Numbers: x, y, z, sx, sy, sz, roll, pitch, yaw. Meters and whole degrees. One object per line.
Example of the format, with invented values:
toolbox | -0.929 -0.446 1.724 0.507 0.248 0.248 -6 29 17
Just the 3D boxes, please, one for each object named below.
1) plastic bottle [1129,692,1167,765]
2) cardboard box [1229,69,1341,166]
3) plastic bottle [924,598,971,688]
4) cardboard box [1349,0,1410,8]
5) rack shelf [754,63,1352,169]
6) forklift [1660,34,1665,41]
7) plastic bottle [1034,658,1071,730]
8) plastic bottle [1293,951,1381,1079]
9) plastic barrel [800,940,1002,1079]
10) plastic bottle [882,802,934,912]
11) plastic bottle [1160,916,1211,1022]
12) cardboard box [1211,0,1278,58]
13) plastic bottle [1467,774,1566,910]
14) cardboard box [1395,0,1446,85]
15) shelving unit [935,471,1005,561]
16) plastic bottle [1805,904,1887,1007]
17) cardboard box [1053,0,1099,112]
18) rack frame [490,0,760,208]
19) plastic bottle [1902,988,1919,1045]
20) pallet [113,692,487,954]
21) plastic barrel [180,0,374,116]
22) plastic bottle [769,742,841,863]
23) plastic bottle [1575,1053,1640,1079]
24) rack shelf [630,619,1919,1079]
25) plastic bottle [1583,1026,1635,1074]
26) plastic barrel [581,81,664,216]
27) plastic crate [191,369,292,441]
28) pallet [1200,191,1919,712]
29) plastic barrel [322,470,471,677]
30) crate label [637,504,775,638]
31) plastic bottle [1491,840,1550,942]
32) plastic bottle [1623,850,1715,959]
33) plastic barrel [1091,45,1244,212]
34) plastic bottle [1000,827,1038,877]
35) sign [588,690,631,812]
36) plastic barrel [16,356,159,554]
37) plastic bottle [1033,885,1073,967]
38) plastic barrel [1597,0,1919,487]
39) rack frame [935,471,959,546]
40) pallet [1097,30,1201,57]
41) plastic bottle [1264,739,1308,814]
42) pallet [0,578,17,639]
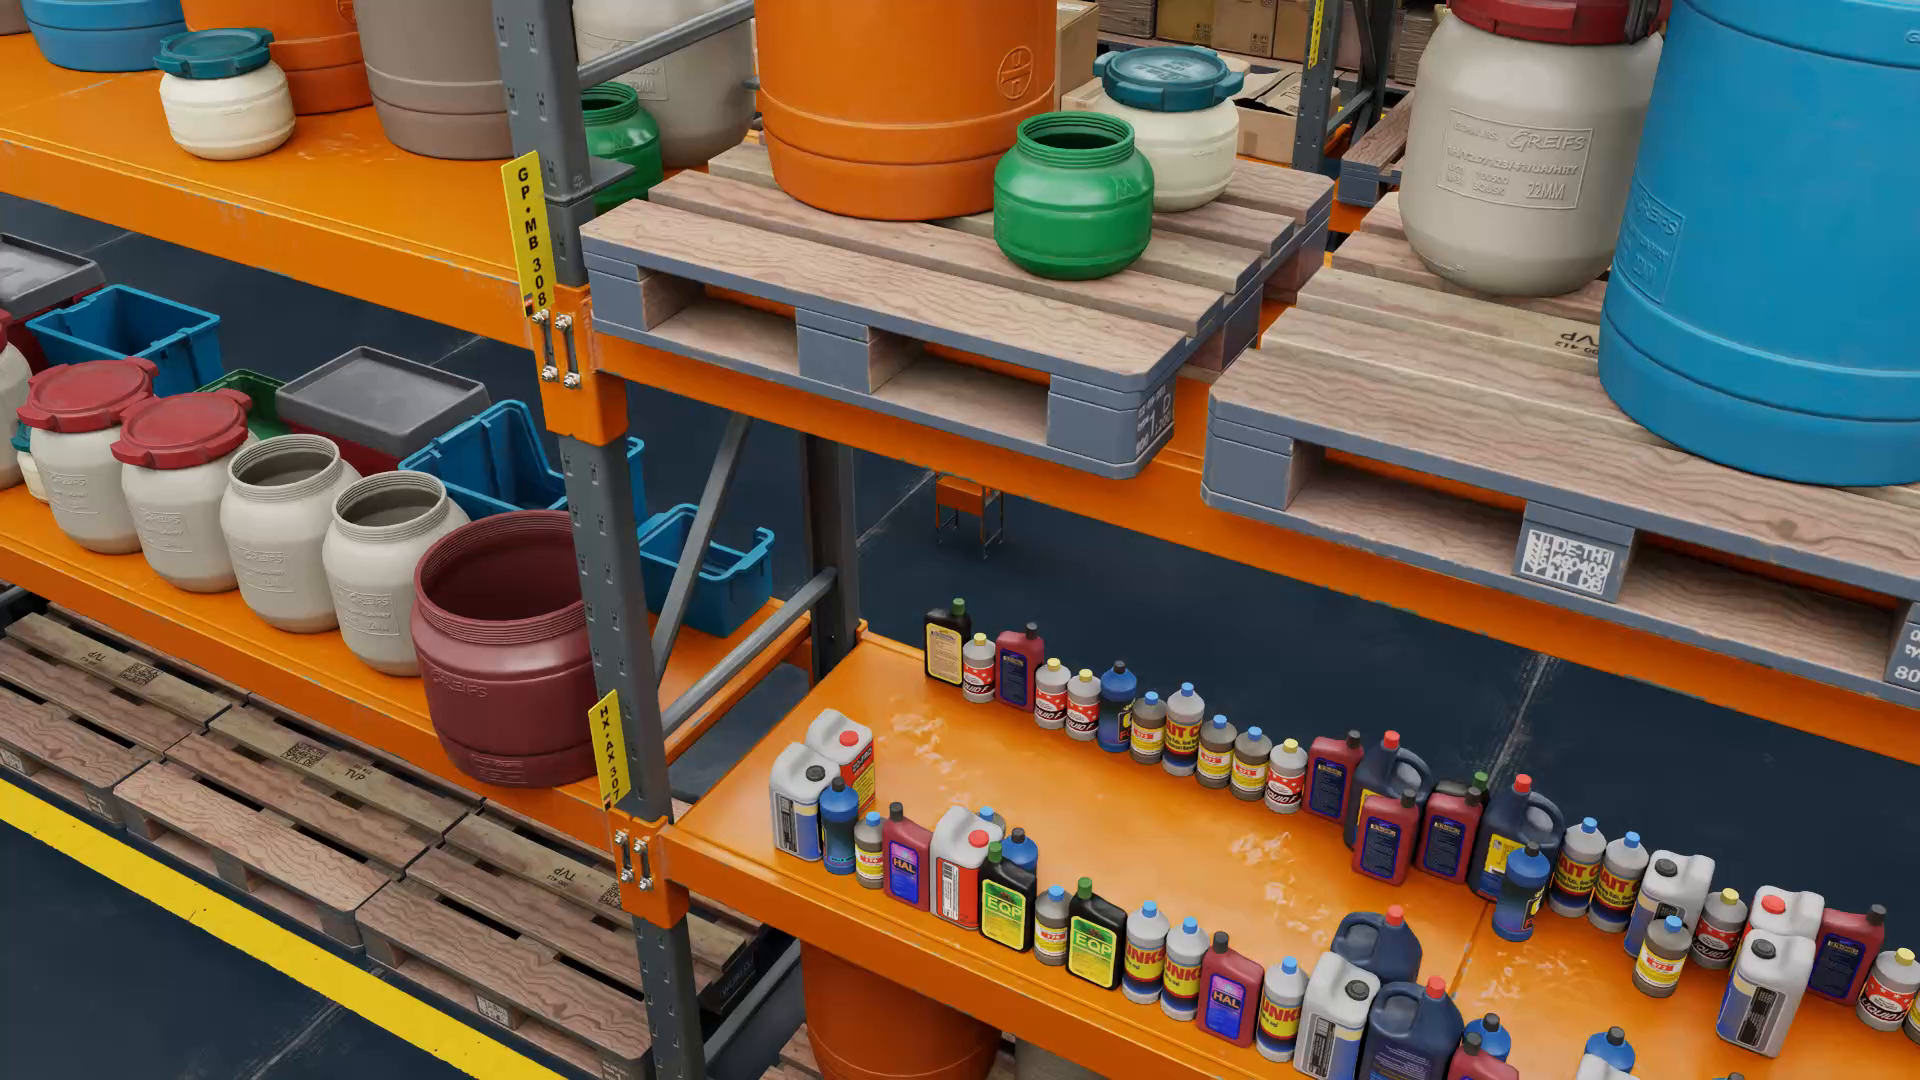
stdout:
plastic bottle | 0.510 0.497 4.476 0.097 0.201 0.097 0 34 0
cardboard box | 1.569 -2.142 8.341 0.500 0.311 0.500 20 39 27
plastic bottle | -0.035 0.279 4.730 0.133 0.283 0.061 18 37 24
cardboard box | 3.203 -4.258 12.619 0.500 0.250 0.500 18 38 25
rack shelf | 0.126 -2.309 9.160 4.000 0.370 1.077 18 37 24
forklift | 3.848 -2.867 9.411 3.031 2.935 1.130 17 37 24
plastic bottle | 0.256 0.417 4.597 0.097 0.201 0.097 0 34 0
plastic bottle | 0.821 1.032 3.606 0.135 0.276 0.152 18 37 24
plastic barrel | -0.165 1.179 4.852 0.708 0.830 0.600 18 37 24
plastic bottle | -0.120 0.760 4.008 0.133 0.283 0.061 18 37 24
plastic bottle | 0.507 0.952 3.731 0.097 0.271 0.097 0 34 0
cardboard box | 2.388 -4.214 13.230 0.500 0.500 0.700 18 38 25
plastic bottle | 1.351 0.716 4.012 0.185 0.351 0.144 18 37 24
cardboard box | 3.667 -3.759 12.547 0.500 0.500 0.700 18 38 25
shelving unit | 0.046 -0.422 7.437 0.252 1.050 0.215 18 37 24
plastic bottle | 1.997 0.923 3.764 0.133 0.283 0.061 18 37 24
cardboard box | 0.398 -2.554 8.788 0.500 0.500 0.500 16 37 22
rack frame | -0.598 -2.173 2.894 0.127 3.000 1.000 18 37 24
plastic bottle | 2.173 1.024 3.685 0.097 0.201 0.097 0 34 0
pallet | -2.307 0.917 6.182 1.213 0.211 1.003 18 37 24
plastic barrel | -1.771 -1.613 4.372 0.708 0.830 0.600 18 37 24
plastic bottle | -0.383 0.651 4.179 0.135 0.276 0.152 18 37 24
plastic bottle | 1.299 1.183 3.379 0.135 0.276 0.152 18 37 24
rack shelf | 1.138 1.174 3.930 4.000 0.370 1.077 18 37 24
plastic bottle | 1.345 1.120 3.478 0.097 0.271 0.097 0 34 0
plastic barrel | -0.838 -0.903 3.833 0.294 0.245 0.294 0 34 0
plastic crate | -2.419 -0.344 5.752 0.662 0.188 0.450 18 37 24
pallet | 1.160 -0.225 2.845 1.213 0.211 1.003 18 37 24
plastic barrel | -1.597 0.098 4.796 0.421 0.512 0.421 0 34 0
crate label | -0.778 0.098 5.048 0.416 0.233 0.303 18 37 24
plastic bottle | 1.329 0.820 3.929 0.097 0.271 0.097 0 34 0
plastic bottle | 1.657 0.847 3.884 0.135 0.276 0.152 18 37 24
plastic barrel | 0.405 -0.817 3.310 0.301 0.262 0.301 0 34 0
plastic bottle | 0.136 0.795 3.965 0.097 0.271 0.097 0 34 0
sign | -0.865 0.523 4.111 0.005 0.325 0.100 18 37 24
plastic barrel | -2.712 -0.262 5.314 0.433 0.535 0.433 0 34 0
plastic bottle | 0.222 0.891 3.886 0.097 0.201 0.097 0 34 0
plastic barrel | 1.317 -0.603 2.412 0.708 0.901 0.600 18 37 24
rack frame | -0.059 -0.456 7.487 0.008 1.050 0.200 18 37 24
pallet | 1.521 -4.169 13.820 1.213 0.211 1.003 18 37 24
plastic bottle | 0.848 0.604 4.315 0.097 0.201 0.097 0 34 0
pallet | -4.633 0.180 7.289 1.213 0.211 1.003 18 37 24
